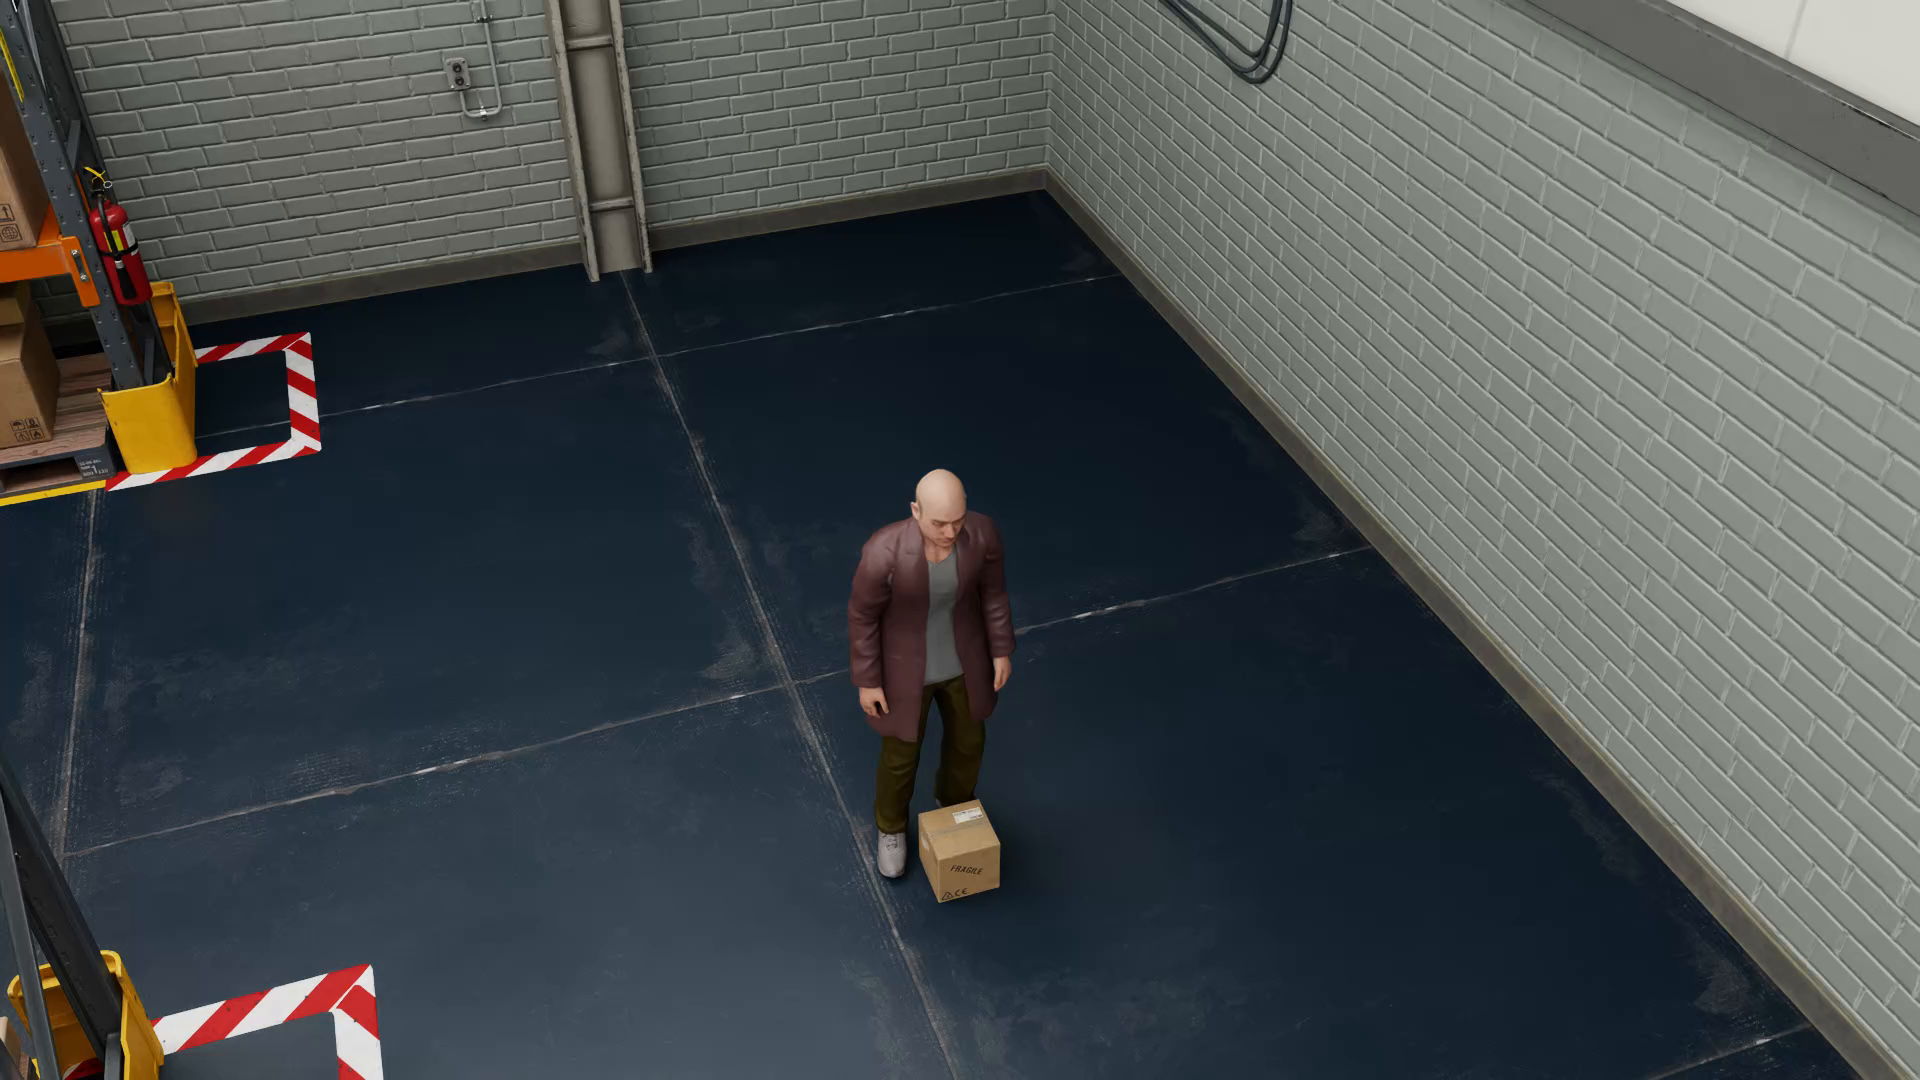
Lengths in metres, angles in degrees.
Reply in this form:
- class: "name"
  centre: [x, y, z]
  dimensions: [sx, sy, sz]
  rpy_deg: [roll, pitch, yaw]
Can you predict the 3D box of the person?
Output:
- class: "person"
  centre: [-0.098, 0.466, 6.184]
  dimensions: [0.643, 1.774, 0.424]
  rpy_deg: [-12, 39, -16]
